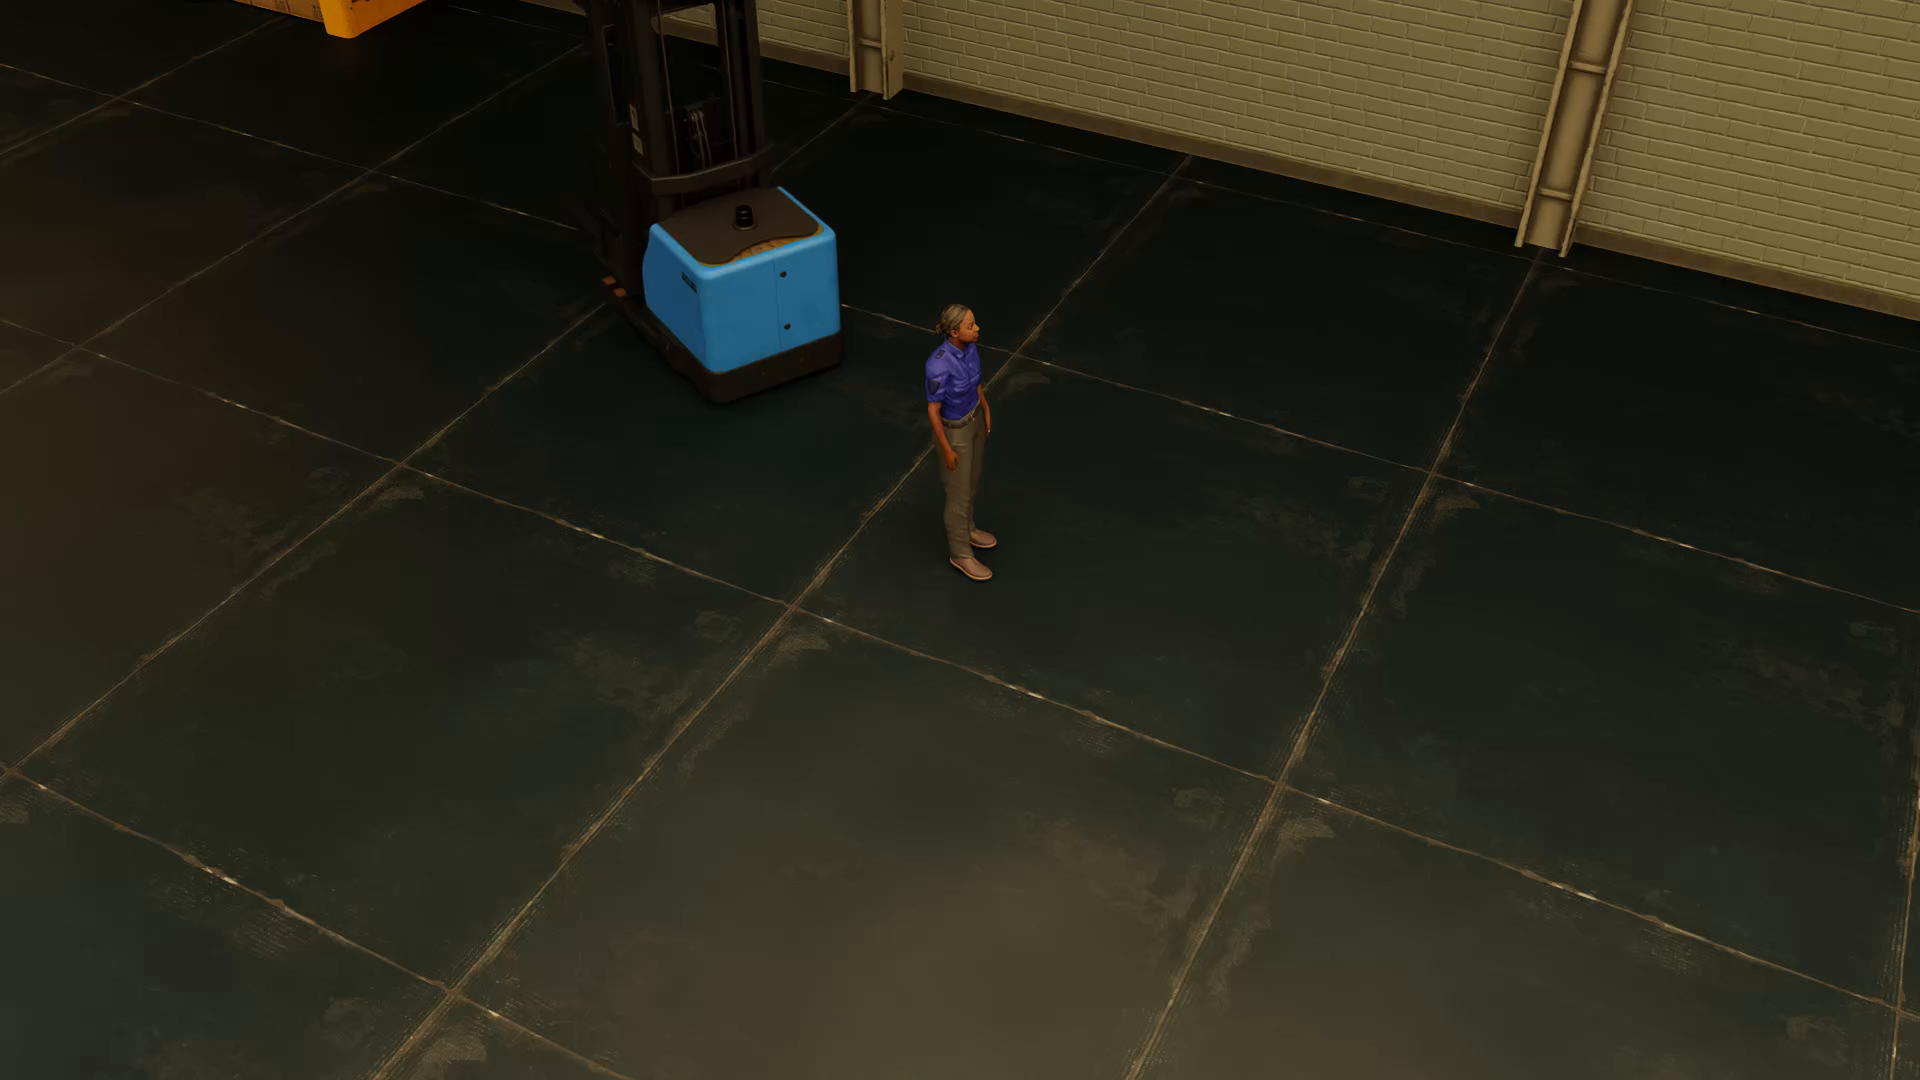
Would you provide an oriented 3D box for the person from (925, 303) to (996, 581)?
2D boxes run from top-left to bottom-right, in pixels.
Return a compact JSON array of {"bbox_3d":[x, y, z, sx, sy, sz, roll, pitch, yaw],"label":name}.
[{"bbox_3d":[0.068,-0.601,9.680,0.504,1.654,0.569,18,43,21],"label":"person"}]

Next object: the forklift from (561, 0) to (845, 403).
[{"bbox_3d":[-2.039,-2.966,11.508,1.130,2.935,3.031,-23,45,-25],"label":"forklift"}]
